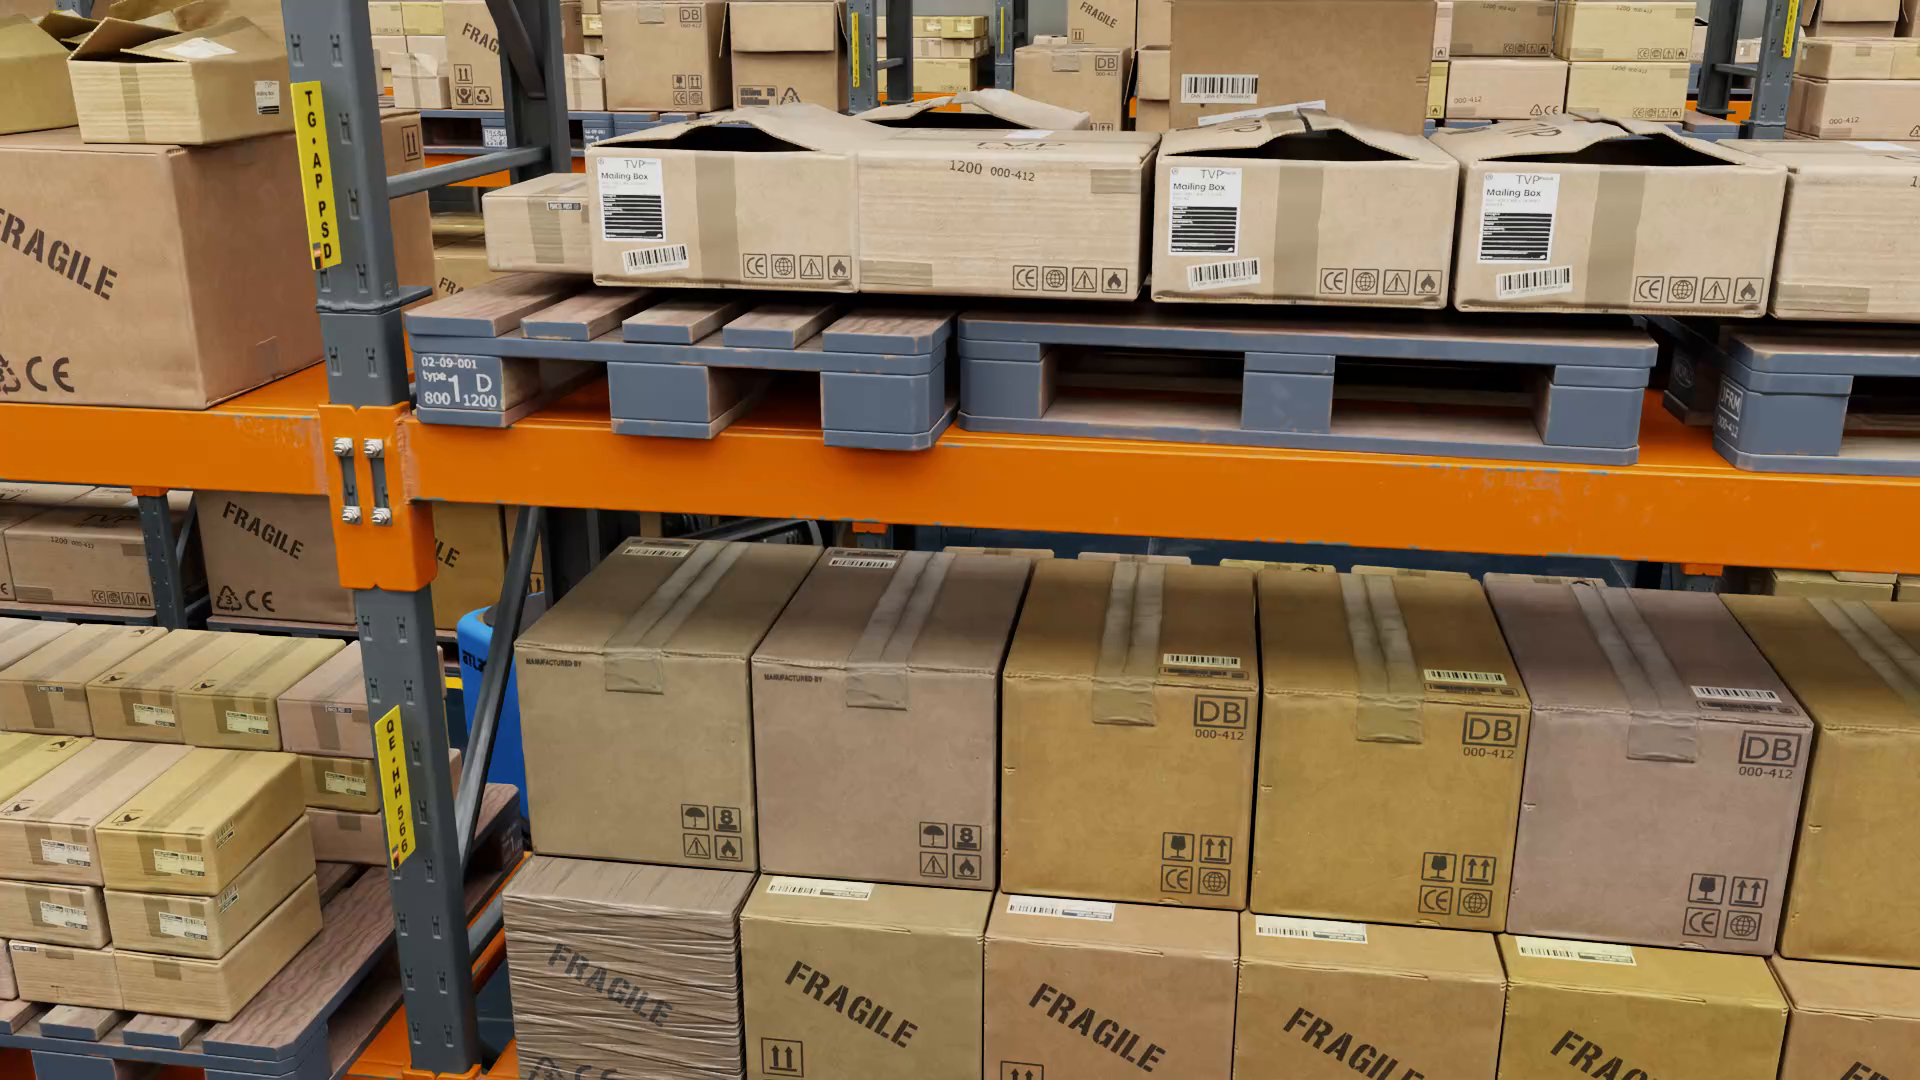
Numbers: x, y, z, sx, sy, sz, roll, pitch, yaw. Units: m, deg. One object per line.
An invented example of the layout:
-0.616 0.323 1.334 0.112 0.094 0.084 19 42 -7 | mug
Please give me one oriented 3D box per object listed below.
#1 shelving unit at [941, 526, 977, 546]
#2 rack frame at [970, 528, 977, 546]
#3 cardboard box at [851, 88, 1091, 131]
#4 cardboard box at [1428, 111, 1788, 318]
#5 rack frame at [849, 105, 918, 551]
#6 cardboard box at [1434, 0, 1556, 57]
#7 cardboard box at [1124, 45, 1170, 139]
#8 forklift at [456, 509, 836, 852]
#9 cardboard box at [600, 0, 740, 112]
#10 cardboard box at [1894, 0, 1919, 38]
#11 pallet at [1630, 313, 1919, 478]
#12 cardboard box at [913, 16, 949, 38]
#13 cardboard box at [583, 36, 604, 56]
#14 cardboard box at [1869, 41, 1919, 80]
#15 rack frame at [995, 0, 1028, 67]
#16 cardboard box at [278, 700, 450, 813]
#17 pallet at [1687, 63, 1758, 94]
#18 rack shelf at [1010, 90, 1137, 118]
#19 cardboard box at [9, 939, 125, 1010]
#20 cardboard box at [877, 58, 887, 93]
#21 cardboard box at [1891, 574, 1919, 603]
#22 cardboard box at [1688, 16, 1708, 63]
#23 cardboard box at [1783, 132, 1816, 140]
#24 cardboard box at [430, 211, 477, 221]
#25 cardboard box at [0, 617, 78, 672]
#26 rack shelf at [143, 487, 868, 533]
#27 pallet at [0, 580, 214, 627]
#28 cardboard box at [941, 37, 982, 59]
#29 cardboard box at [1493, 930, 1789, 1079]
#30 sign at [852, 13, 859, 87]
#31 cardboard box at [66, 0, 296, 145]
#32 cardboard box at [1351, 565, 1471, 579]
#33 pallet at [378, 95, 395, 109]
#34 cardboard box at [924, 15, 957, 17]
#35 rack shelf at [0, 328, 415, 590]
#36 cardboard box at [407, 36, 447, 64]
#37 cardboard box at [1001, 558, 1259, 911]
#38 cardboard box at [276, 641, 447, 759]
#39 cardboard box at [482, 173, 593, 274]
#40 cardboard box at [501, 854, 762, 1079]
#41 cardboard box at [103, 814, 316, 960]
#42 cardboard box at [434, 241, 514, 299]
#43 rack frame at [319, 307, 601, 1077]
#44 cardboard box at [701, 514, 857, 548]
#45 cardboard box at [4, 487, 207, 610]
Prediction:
-0.008 -0.427 11.162 0.210 0.900 0.258 3 19 9 | shelving unit
0.092 -0.422 11.146 0.006 0.900 0.240 3 19 9 | rack frame
0.013 -0.825 3.635 0.500 0.311 0.500 3 19 9 | cardboard box
1.117 -0.602 2.967 0.500 0.311 0.500 2 19 7 | cardboard box
-0.382 -0.713 8.706 0.127 3.000 1.000 3 19 9 | rack frame
2.561 -2.476 8.035 0.500 0.250 0.500 3 19 7 | cardboard box
1.129 -2.116 8.011 0.637 0.503 0.797 3 19 9 | cardboard box
-0.740 0.166 6.187 1.130 2.935 3.031 -17 25 -42 | forklift
-1.389 -2.372 8.118 0.500 0.500 0.700 2 19 6 | cardboard box
6.830 -3.611 11.662 0.500 0.500 0.700 3 19 9 | cardboard box
1.969 -0.318 3.100 1.217 0.209 0.805 2 19 6 | pallet
-0.227 -3.920 12.704 0.250 0.149 0.380 2 19 7 | cardboard box
-2.800 -3.874 13.002 0.250 0.149 0.380 3 19 9 | cardboard box
4.088 -2.071 7.177 0.250 0.149 0.380 3 19 10 | cardboard box
0.402 -5.113 12.402 0.127 3.000 1.000 3 19 9 | rack frame
-1.512 0.535 4.242 0.250 0.149 0.380 4 19 11 | cardboard box
5.198 -3.412 12.186 1.213 0.211 1.003 3 19 9 | pallet
2.377 -3.249 12.691 4.000 0.370 1.077 3 19 9 | rack shelf
-1.872 0.869 3.712 0.250 0.149 0.380 3 19 9 | cardboard box
-0.640 -3.594 12.826 0.500 0.250 0.500 3 19 9 | cardboard box
4.638 0.375 7.944 0.500 0.500 0.500 4 19 11 | cardboard box
5.134 -3.575 11.854 0.500 0.311 0.500 3 19 10 | cardboard box
3.840 -1.721 7.388 0.250 0.149 0.380 3 19 8 | cardboard box
-4.490 -2.672 14.328 0.500 0.250 0.500 3 19 8 | cardboard box
-2.529 0.344 4.344 0.250 0.149 0.380 4 19 11 | cardboard box
-2.356 -0.472 9.121 4.000 0.370 1.077 3 19 9 | rack shelf
-5.069 0.346 9.937 1.213 0.211 1.003 3 19 9 | pallet
0.014 -3.751 12.666 0.250 0.149 0.380 3 19 10 | cardboard box
1.327 1.004 3.418 0.500 0.500 0.500 3 19 9 | cardboard box
-0.478 -2.244 7.617 0.005 0.325 0.100 3 19 9 | sign
-1.508 -0.929 3.260 0.258 0.266 0.396 3 19 9 | cardboard box
2.339 0.475 8.636 0.625 0.372 0.950 4 19 12 | cardboard box
-3.418 -2.215 8.770 1.217 0.209 0.805 2 19 6 | pallet
-0.164 -4.076 13.171 0.250 0.149 0.380 3 19 9 | cardboard box
-3.042 -0.339 3.995 4.000 0.370 1.077 3 19 9 | rack shelf
-4.063 -3.907 13.294 0.500 0.250 0.500 3 19 9 | cardboard box
0.381 0.398 3.654 0.500 0.500 0.700 3 19 8 | cardboard box
-1.497 0.397 4.186 0.250 0.149 0.380 3 19 9 | cardboard box
-0.763 -0.640 3.337 0.250 0.149 0.380 2 19 6 | cardboard box
-0.667 0.903 3.719 0.500 0.500 0.500 3 19 9 | cardboard box
-1.627 0.740 3.630 0.250 0.149 0.380 3 19 10 | cardboard box
-2.429 -1.256 8.597 0.500 0.500 0.500 3 19 8 | cardboard box
-1.067 0.843 4.056 0.127 3.000 1.000 3 19 9 | rack frame
-1.050 0.035 9.158 0.875 0.875 0.875 3 19 8 | cardboard box
-4.934 0.037 9.842 0.875 0.438 0.875 3 19 8 | cardboard box
